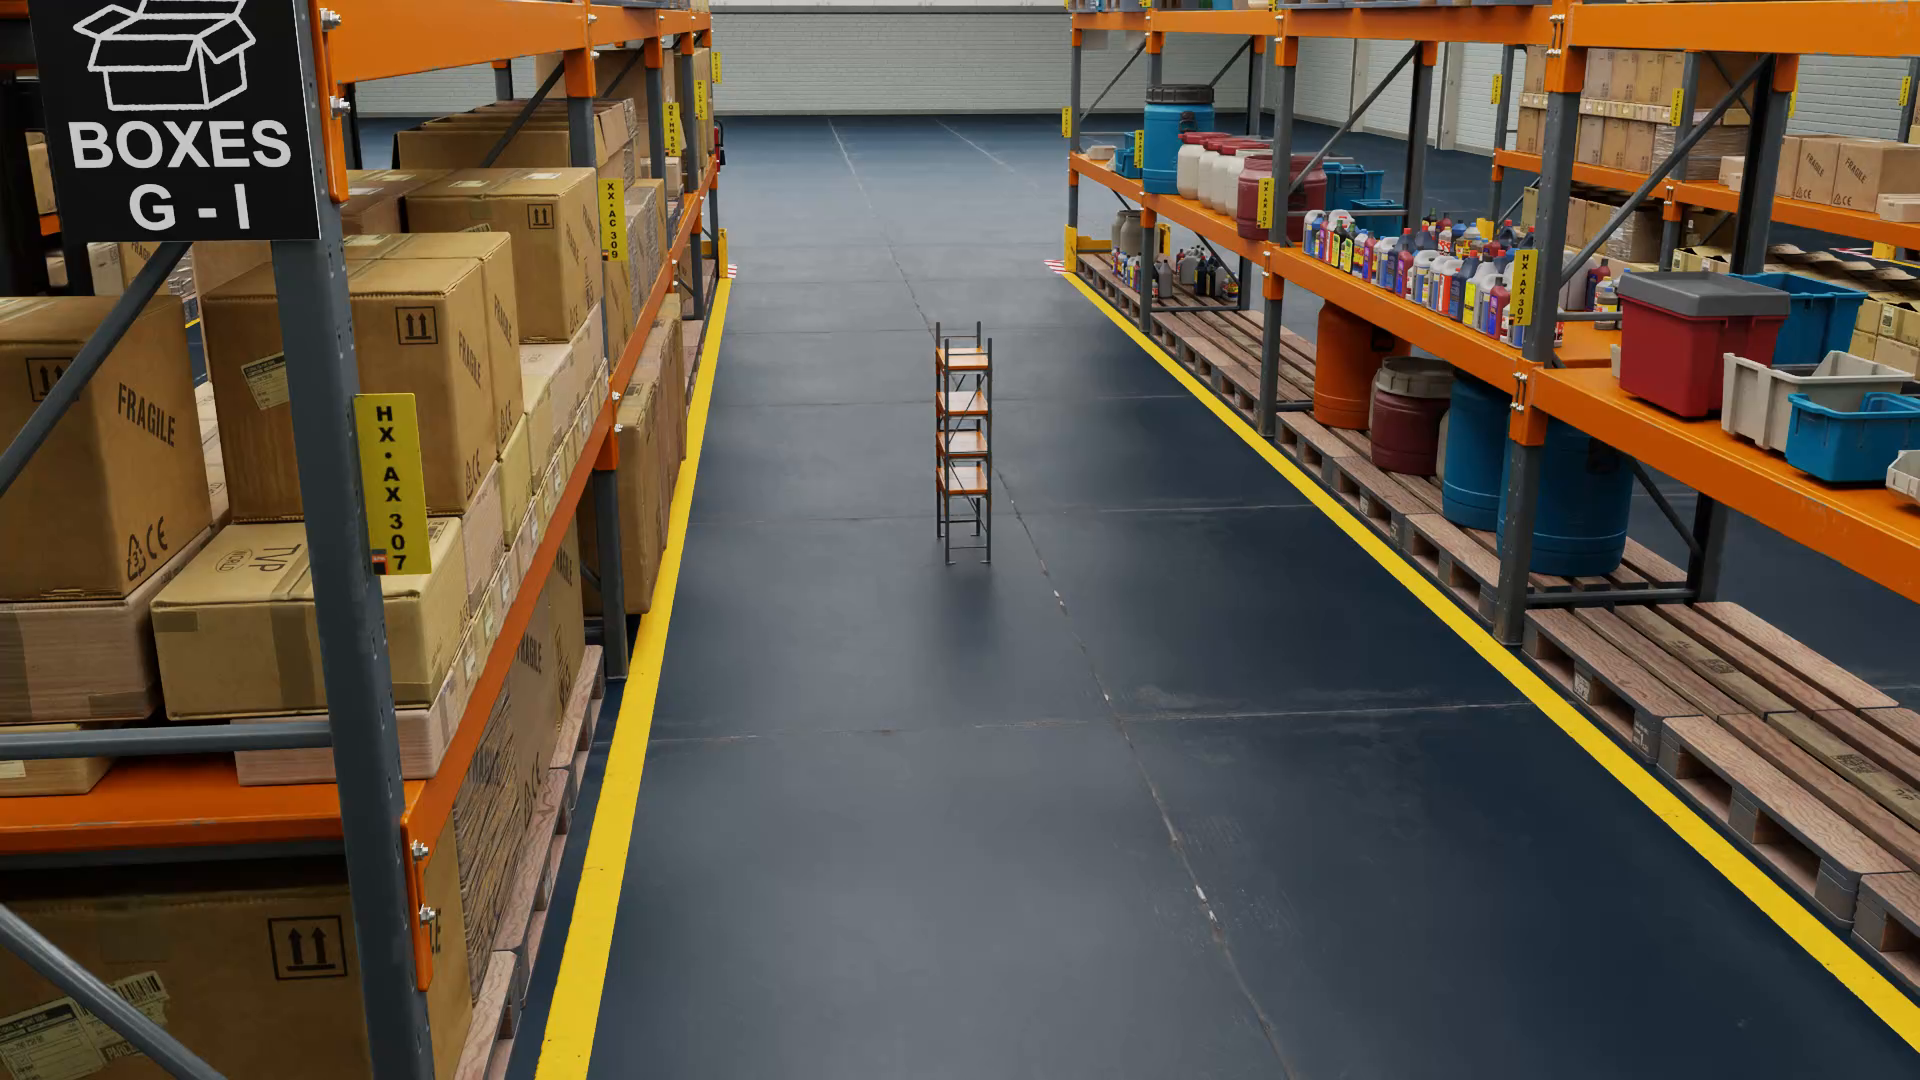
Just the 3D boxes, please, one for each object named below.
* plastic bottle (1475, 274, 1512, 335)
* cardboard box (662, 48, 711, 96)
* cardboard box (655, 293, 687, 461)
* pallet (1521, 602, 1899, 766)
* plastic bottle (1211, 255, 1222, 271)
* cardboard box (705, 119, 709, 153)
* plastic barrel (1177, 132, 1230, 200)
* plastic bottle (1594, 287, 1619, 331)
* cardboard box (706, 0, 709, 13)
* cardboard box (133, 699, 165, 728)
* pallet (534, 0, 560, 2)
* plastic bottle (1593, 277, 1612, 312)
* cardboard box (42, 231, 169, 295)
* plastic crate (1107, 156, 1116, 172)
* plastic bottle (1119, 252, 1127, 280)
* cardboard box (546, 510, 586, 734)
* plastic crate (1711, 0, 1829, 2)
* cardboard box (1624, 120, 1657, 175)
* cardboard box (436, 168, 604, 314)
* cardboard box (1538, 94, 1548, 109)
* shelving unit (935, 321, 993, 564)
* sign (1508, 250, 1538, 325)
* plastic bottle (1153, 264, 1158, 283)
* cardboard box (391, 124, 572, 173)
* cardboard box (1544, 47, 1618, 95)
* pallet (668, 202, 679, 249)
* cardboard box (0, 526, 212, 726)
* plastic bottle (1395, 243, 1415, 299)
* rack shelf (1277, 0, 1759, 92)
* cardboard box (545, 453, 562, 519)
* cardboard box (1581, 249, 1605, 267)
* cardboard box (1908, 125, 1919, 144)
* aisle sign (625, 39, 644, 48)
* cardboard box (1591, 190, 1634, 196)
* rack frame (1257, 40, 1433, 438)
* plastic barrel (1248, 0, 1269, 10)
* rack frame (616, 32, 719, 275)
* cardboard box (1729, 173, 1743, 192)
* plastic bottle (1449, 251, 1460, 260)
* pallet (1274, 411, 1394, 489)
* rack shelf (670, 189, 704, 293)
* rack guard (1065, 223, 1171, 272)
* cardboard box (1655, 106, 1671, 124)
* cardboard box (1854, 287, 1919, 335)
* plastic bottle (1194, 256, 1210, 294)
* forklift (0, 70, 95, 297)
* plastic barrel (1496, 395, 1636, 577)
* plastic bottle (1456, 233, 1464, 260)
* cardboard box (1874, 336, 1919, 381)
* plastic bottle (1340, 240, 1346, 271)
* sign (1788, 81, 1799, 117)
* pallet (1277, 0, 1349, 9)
[{"bbox_3d":[2.576,-1.130,7.976,0.152,0.276,0.135,-2,18,-6],"label":"plastic bottle"},{"bbox_3d":[-2.885,-4.906,17.462,0.500,0.500,0.500,-2,18,-6],"label":"cardboard box"},{"bbox_3d":[-2.312,-0.992,10.175,1.225,0.875,0.875,-3,18,-8],"label":"cardboard box"},{"bbox_3d":[3.091,0.575,6.992,1.003,0.211,1.213,-2,18,-6],"label":"pallet"},{"bbox_3d":[2.481,-2.556,15.998,0.144,0.351,0.185,-1,17,-4],"label":"plastic bottle"},{"bbox_3d":[-2.979,-4.124,16.643,0.875,0.500,0.500,-2,18,-6],"label":"cardboard box"},{"bbox_3d":[2.032,-3.129,13.910,0.433,0.535,0.433,0,17,0],"label":"plastic barrel"},{"bbox_3d":[3.148,-1.127,8.092,0.097,0.201,0.097,0,17,0],"label":"plastic bottle"},{"bbox_3d":[-2.885,-5.619,17.309,0.500,0.250,0.500,-1,17,-4],"label":"cardboard box"},{"bbox_3d":[-1.930,0.318,3.574,0.380,0.149,0.250,-2,18,-5],"label":"cardboard box"},{"bbox_3d":[-2.094,-2.431,7.225,0.805,0.209,1.217,-2,18,-8],"label":"pallet"},{"bbox_3d":[3.265,-1.230,8.419,0.097,0.201,0.097,0,17,0],"label":"plastic bottle"},{"bbox_3d":[-7.715,-2.456,14.840,0.875,0.875,0.875,-2,17,-5],"label":"cardboard box"},{"bbox_3d":[1.732,-3.707,16.416,0.530,0.136,0.437,-2,18,-6],"label":"plastic crate"},{"bbox_3d":[1.661,-2.775,16.827,0.097,0.271,0.097,0,17,0],"label":"plastic bottle"},{"bbox_3d":[-1.962,0.193,6.402,0.875,0.875,0.875,-2,18,-6],"label":"cardboard box"},{"bbox_3d":[2.832,-1.963,5.633,0.497,0.269,0.590,-2,18,-6],"label":"plastic crate"},{"bbox_3d":[6.966,-3.845,16.249,0.700,0.500,0.500,-2,18,-6],"label":"cardboard box"},{"bbox_3d":[-1.637,-1.119,6.236,0.500,0.500,0.500,-1,17,-4],"label":"cardboard box"},{"bbox_3d":[6.547,-4.781,18.147,0.380,0.149,0.250,-2,18,-5],"label":"cardboard box"},{"bbox_3d":[0.017,-0.523,8.840,0.258,1.200,0.503,-2,18,-6],"label":"shelving unit"},{"bbox_3d":[2.429,-1.089,7.174,0.100,0.325,0.005,-2,18,-6],"label":"sign"},{"bbox_3d":[1.798,-2.485,15.774,0.144,0.351,0.185,-2,18,-7],"label":"plastic bottle"},{"bbox_3d":[-2.024,-1.536,7.221,0.797,0.503,0.637,-2,18,-7],"label":"cardboard box"},{"bbox_3d":[6.767,-5.055,17.938,0.700,0.500,0.500,-2,18,-7],"label":"cardboard box"},{"bbox_3d":[-2.542,-2.129,11.271,1.213,0.211,1.003,-2,18,-6],"label":"pallet"},{"bbox_3d":[-1.852,0.165,3.396,0.500,0.250,0.500,-2,18,-7],"label":"cardboard box"},{"bbox_3d":[2.417,-1.460,9.016,0.061,0.283,0.133,-2,18,-6],"label":"plastic bottle"},{"bbox_3d":[2.770,-2.657,8.825,1.077,0.370,4.000,-2,18,-6],"label":"rack shelf"},{"bbox_3d":[-1.435,-0.161,5.100,0.380,0.149,0.250,-1,17,-5],"label":"cardboard box"},{"bbox_3d":[6.705,-2.826,17.060,0.500,0.250,0.500,-2,18,-6],"label":"cardboard box"},{"bbox_3d":[11.327,-4.637,19.156,0.500,0.250,0.500,-2,18,-7],"label":"cardboard box"},{"bbox_3d":[-3.493,-5.645,17.809,0.394,0.787,0.004,-2,18,-6],"label":"aisle sign"},{"bbox_3d":[7.135,-3.498,17.949,0.500,0.500,0.500,-2,18,-6],"label":"cardboard box"},{"bbox_3d":[2.564,-2.165,11.064,1.000,3.000,0.127,-2,18,-6],"label":"rack frame"},{"bbox_3d":[2.200,-3.901,11.819,0.301,0.262,0.301,0,17,0],"label":"plastic barrel"},{"bbox_3d":[-3.188,-4.395,18.169,1.000,3.000,0.127,-2,18,-6],"label":"rack frame"},{"bbox_3d":[6.967,-3.118,14.521,0.380,0.149,0.250,-2,18,-6],"label":"cardboard box"},{"bbox_3d":[2.609,-1.397,8.833,0.097,0.271,0.097,0,17,0],"label":"plastic bottle"},{"bbox_3d":[2.687,-0.601,10.738,1.003,0.211,1.213,-2,18,-6],"label":"pallet"},{"bbox_3d":[-2.569,-2.264,12.582,1.077,0.370,4.000,-2,18,-6],"label":"rack shelf"},{"bbox_3d":[1.793,-3.334,18.963,1.175,0.500,0.348,-2,18,-6],"label":"rack guard"},{"bbox_3d":[6.814,-4.014,15.704,0.380,0.149,0.250,-2,18,-7],"label":"cardboard box"},{"bbox_3d":[7.132,-1.776,12.778,0.500,0.311,0.500,-2,18,-6],"label":"cardboard box"},{"bbox_3d":[2.337,-2.551,15.984,0.144,0.351,0.185,-2,18,-6],"label":"plastic bottle"},{"bbox_3d":[-4.446,-1.052,7.634,1.130,2.935,3.031,-2,18,-6],"label":"forklift"},{"bbox_3d":[2.937,-0.335,8.037,0.600,0.901,0.708,-2,18,-6],"label":"plastic barrel"},{"bbox_3d":[3.078,-1.772,10.145,0.097,0.201,0.097,0,17,0],"label":"plastic bottle"},{"bbox_3d":[7.194,-1.354,12.372,0.500,0.250,0.500,-1,17,-4],"label":"cardboard box"},{"bbox_3d":[2.333,-1.718,9.973,0.097,0.201,0.097,0,17,0],"label":"plastic bottle"},{"bbox_3d":[7.617,-4.043,15.245,0.100,0.325,0.005,-2,18,-6],"label":"sign"},{"bbox_3d":[2.545,-3.275,9.908,1.003,0.211,1.213,-2,18,-6],"label":"pallet"}]
